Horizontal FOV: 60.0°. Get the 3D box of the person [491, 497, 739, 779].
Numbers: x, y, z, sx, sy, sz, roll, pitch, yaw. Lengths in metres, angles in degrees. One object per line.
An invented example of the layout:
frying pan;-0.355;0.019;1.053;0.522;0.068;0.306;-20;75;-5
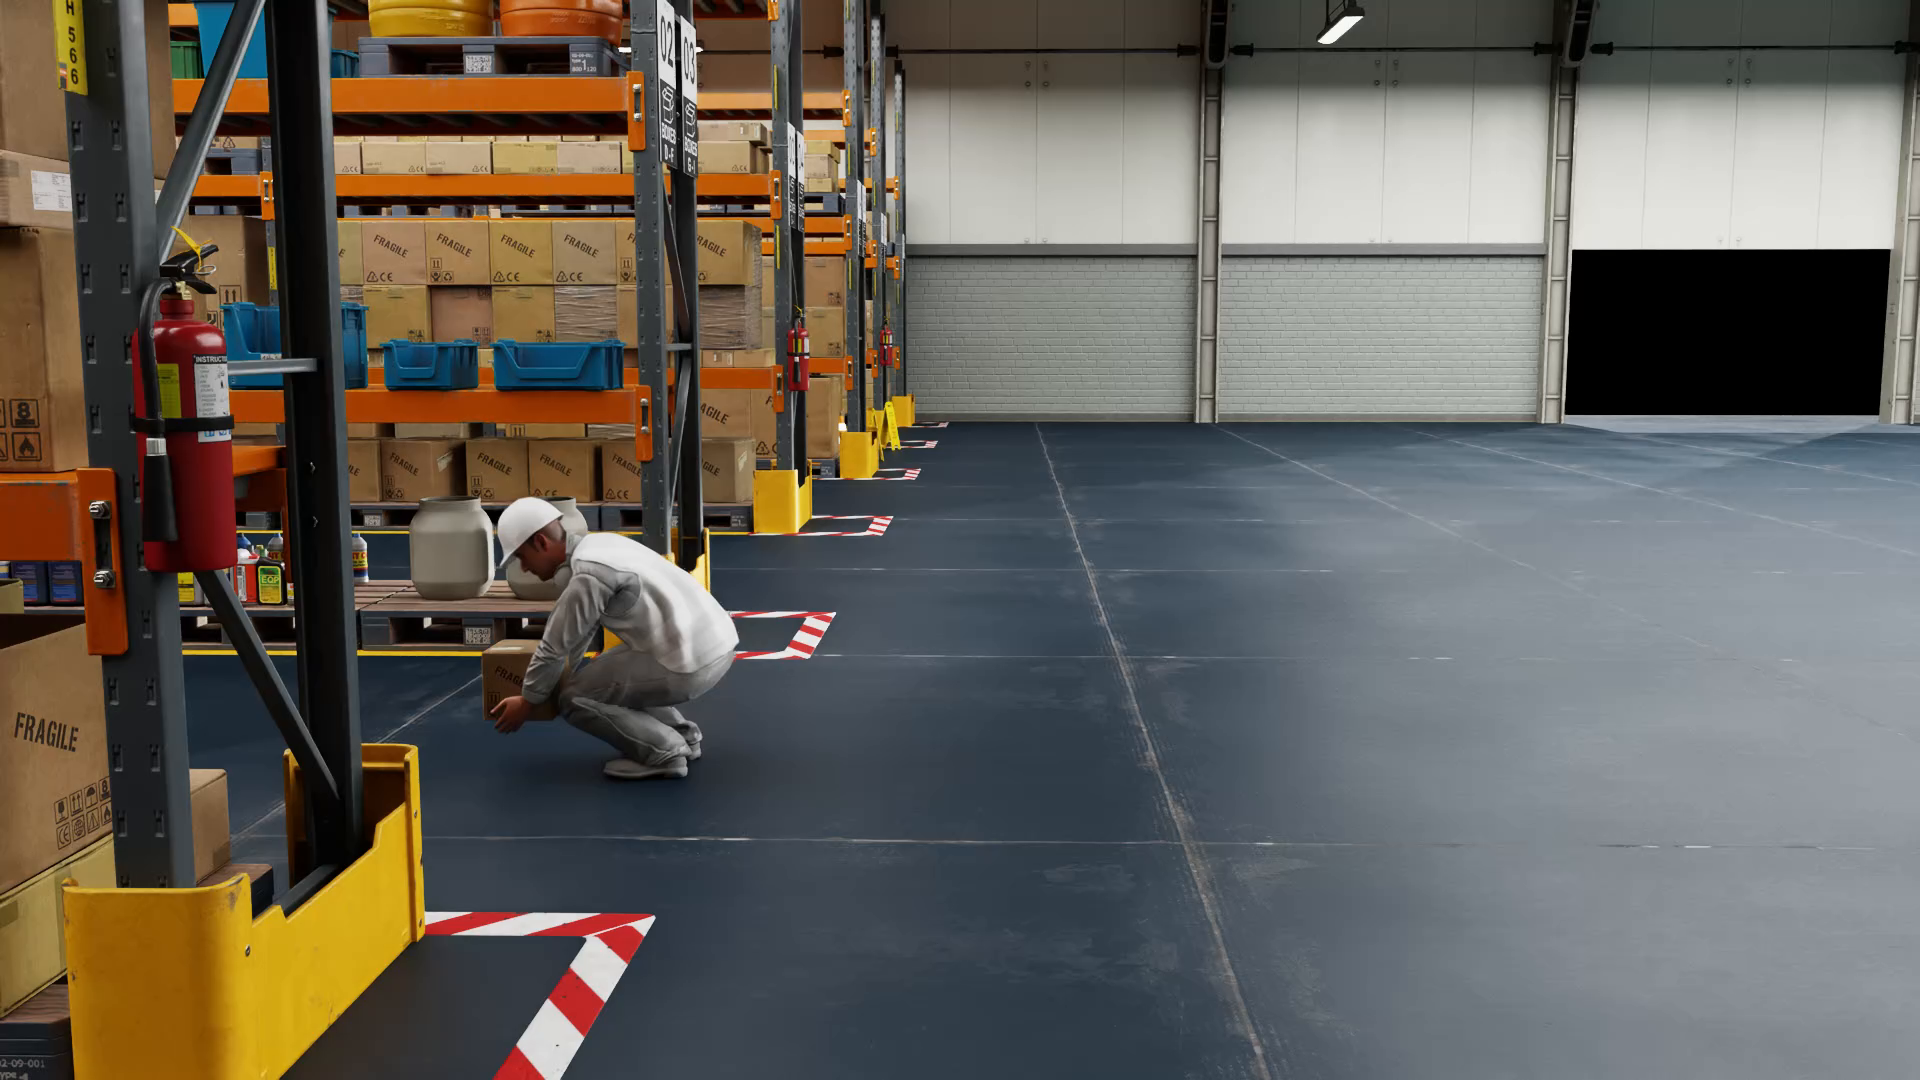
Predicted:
person;-1.250;0.342;6.052;0.861;1.008;0.538;0;7;1
